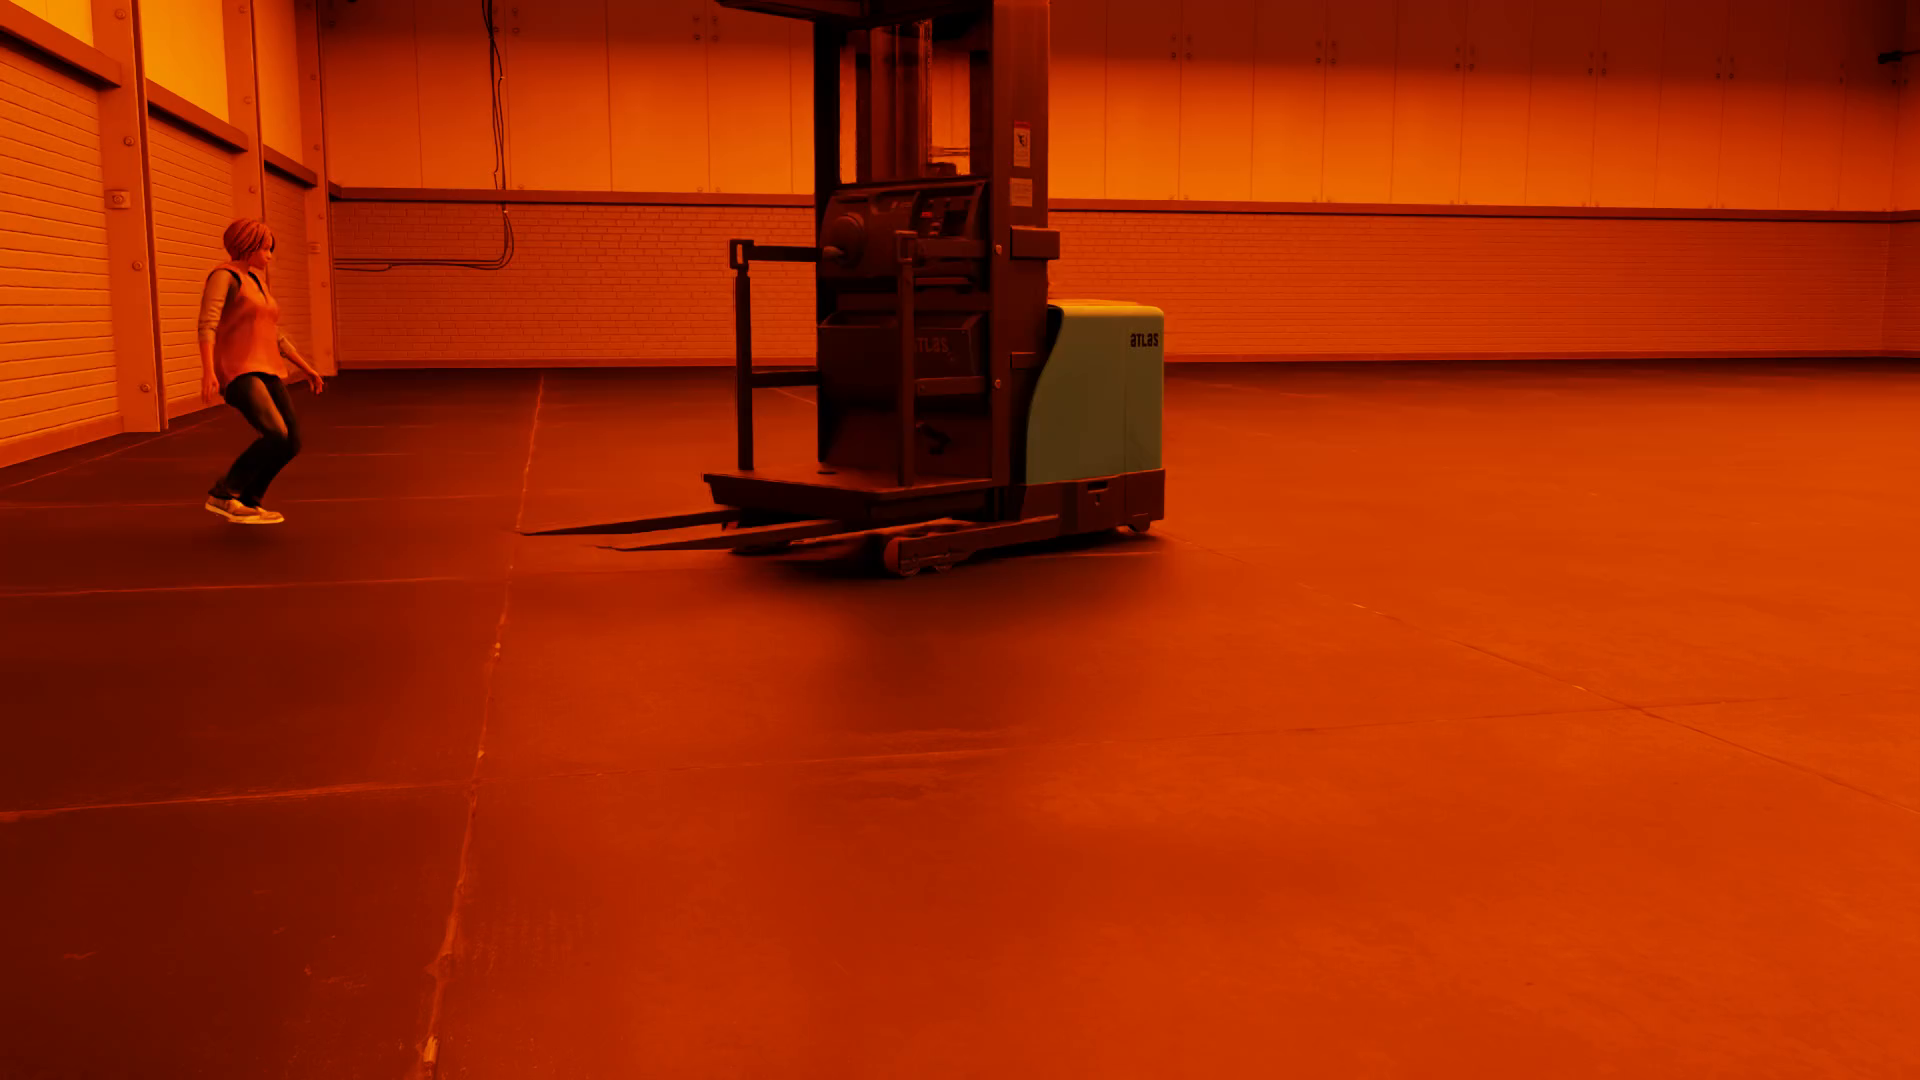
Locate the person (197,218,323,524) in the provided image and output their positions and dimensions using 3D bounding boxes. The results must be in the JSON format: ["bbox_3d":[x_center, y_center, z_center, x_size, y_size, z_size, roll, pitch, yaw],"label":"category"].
[{"bbox_3d":[-3.374,-0.775,7.957,0.539,1.491,0.789,1,8,6],"label":"person"}]

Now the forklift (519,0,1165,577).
[{"bbox_3d":[-0.398,-1.381,7.004,1.130,2.935,3.031,7,11,42],"label":"forklift"}]
